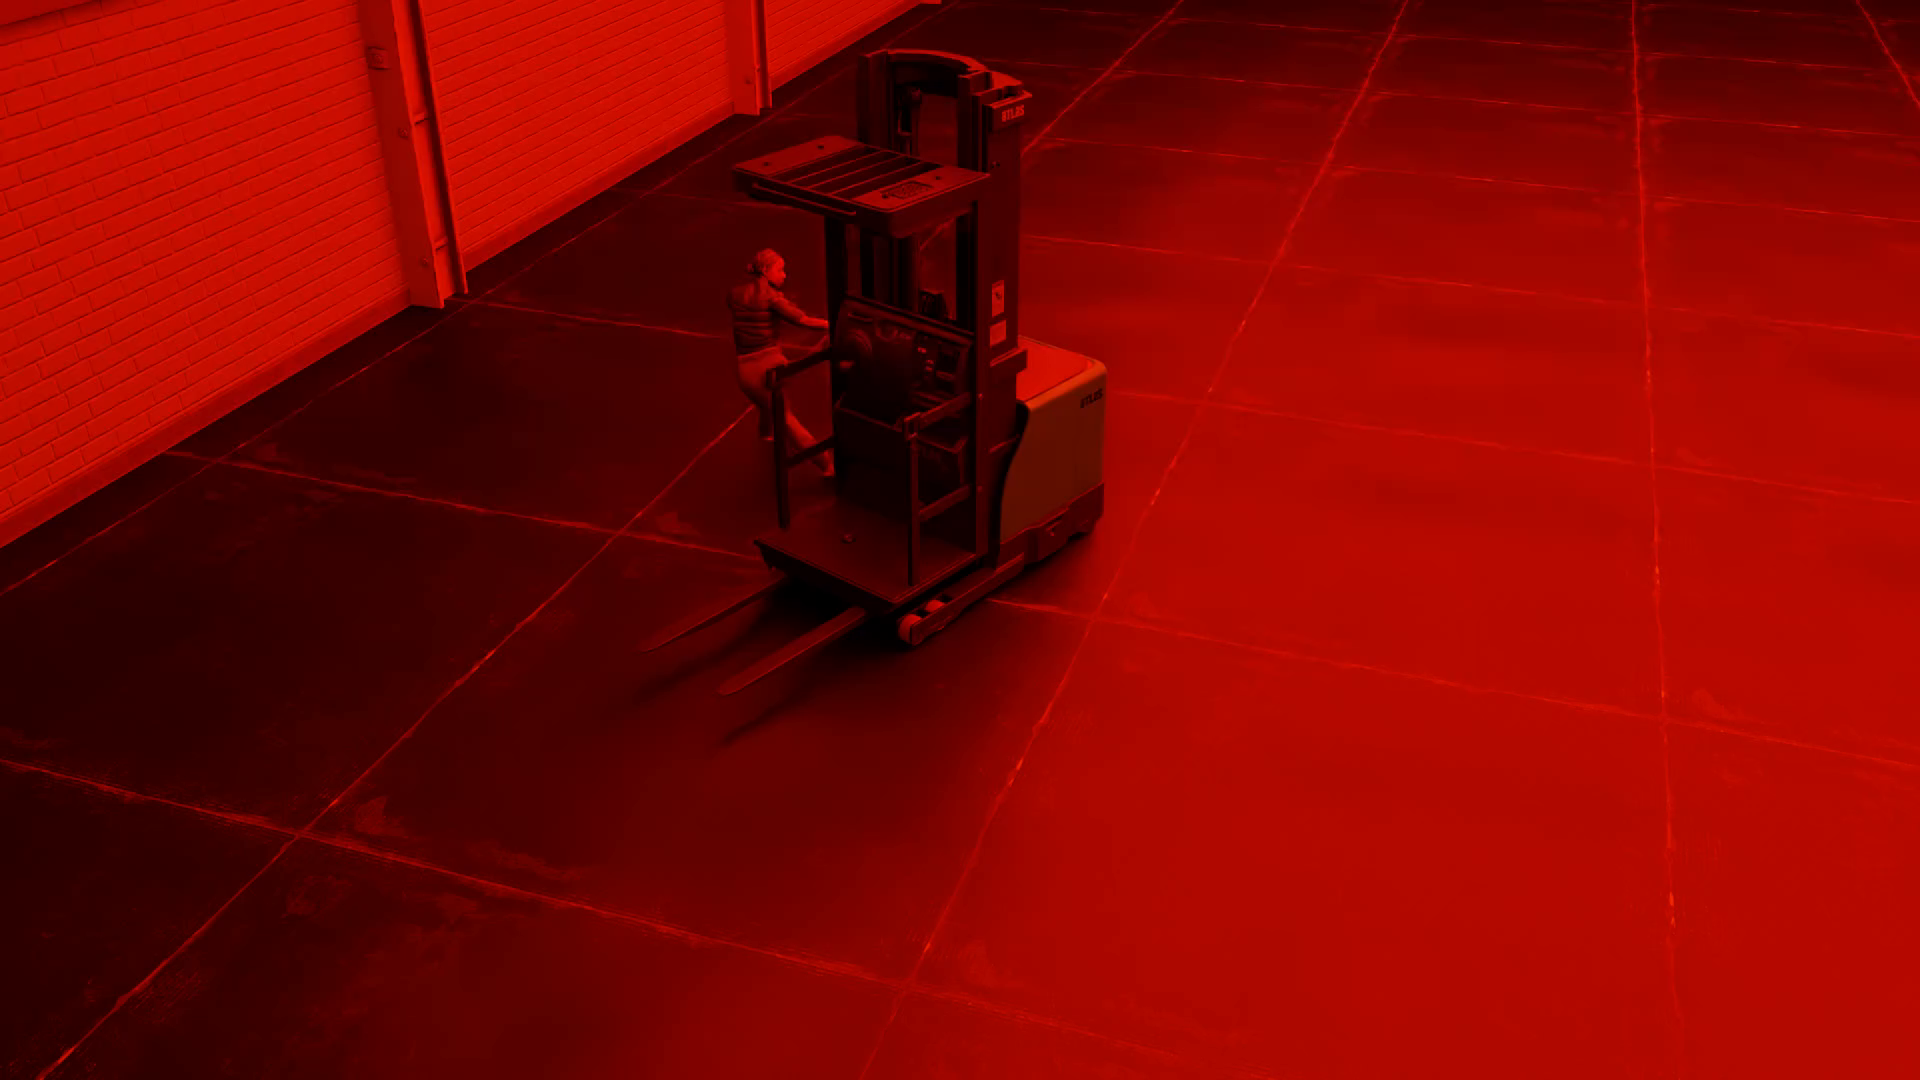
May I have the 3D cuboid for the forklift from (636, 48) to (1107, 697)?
[{"bbox_3d":[-0.454,-0.980,8.856,1.130,2.935,3.031,23,37,34],"label":"forklift"}]

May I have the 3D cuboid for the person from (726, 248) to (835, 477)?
[{"bbox_3d":[-1.074,-1.183,10.755,0.886,1.438,0.987,2,30,3],"label":"person"}]
